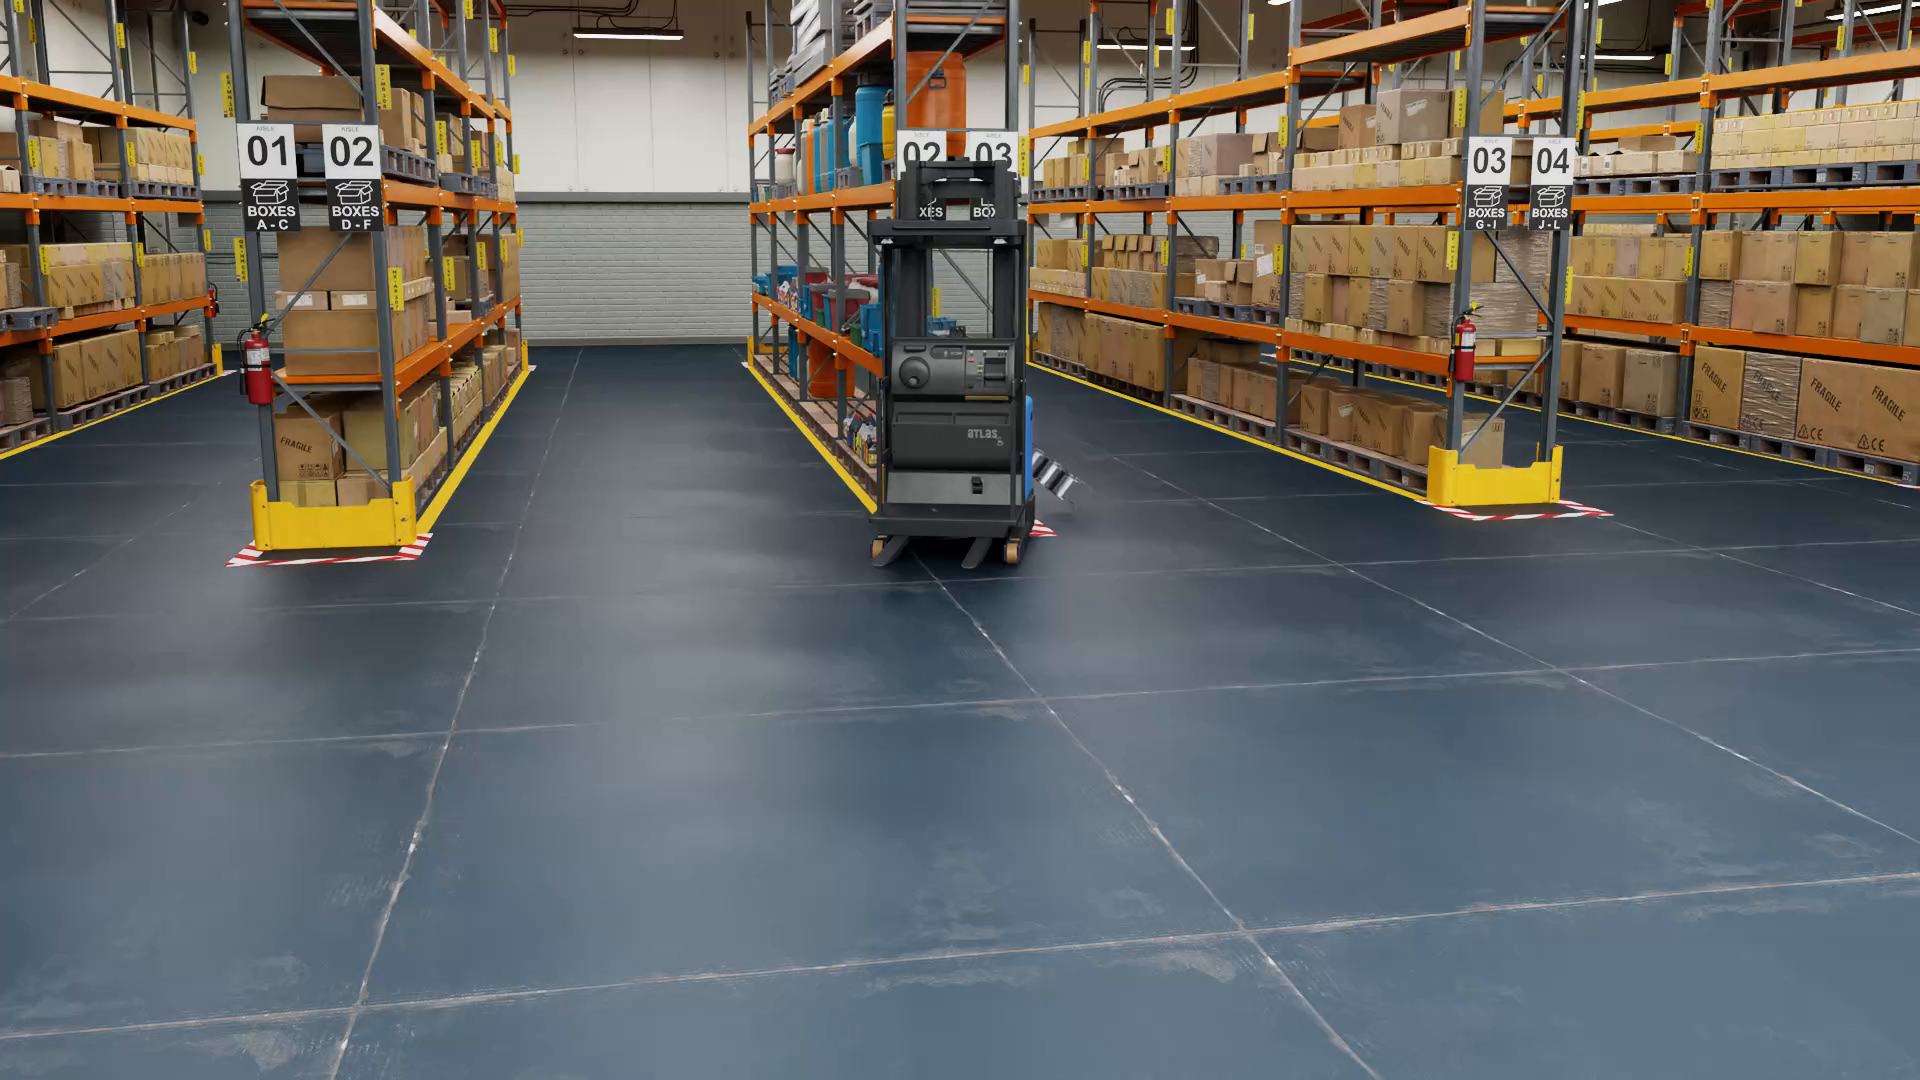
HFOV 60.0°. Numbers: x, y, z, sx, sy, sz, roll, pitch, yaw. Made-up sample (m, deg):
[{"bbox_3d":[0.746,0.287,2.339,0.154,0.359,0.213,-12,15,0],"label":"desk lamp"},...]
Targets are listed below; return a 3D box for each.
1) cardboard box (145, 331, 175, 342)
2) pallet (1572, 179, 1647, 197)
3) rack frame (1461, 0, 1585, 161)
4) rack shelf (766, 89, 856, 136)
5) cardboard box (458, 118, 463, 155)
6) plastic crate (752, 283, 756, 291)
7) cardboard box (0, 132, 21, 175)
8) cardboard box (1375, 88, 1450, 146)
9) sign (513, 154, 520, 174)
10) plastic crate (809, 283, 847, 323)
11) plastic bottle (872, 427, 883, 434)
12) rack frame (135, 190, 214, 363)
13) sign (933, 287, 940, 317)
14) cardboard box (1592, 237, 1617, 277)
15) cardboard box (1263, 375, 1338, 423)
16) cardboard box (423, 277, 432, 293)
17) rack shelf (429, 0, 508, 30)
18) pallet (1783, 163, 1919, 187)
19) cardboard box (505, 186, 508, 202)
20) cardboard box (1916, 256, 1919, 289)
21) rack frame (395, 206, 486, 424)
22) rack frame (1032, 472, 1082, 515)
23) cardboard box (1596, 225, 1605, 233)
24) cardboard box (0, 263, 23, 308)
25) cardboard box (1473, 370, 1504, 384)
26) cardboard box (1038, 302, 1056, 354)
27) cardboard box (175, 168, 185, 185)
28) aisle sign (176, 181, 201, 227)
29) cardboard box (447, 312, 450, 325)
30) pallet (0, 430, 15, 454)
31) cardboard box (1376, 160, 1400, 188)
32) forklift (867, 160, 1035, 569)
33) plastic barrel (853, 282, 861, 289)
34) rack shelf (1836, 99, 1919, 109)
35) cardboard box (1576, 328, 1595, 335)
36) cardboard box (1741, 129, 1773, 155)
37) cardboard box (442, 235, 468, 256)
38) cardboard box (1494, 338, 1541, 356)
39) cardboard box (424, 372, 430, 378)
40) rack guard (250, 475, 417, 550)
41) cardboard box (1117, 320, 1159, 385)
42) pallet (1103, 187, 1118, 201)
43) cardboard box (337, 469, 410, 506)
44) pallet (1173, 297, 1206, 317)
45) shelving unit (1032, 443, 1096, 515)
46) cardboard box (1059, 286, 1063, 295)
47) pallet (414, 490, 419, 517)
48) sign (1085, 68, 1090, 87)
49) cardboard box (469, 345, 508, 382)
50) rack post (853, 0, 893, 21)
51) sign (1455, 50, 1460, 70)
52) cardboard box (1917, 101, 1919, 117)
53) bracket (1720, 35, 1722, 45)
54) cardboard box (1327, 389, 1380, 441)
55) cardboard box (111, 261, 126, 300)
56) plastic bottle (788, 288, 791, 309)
[{"bbox_3d":[-12.114,-3.072,25.144,0.380,0.149,0.250,-2,11,-13],"label":"cardboard box"},{"bbox_3d":[8.557,-4.498,21.287,1.003,0.211,1.213,-2,11,-8],"label":"pallet"},{"bbox_3d":[4.830,-4.756,14.117,1.000,3.000,0.127,-2,11,-11],"label":"rack frame"},{"bbox_3d":[-1.973,-5.860,22.912,1.077,0.370,4.000,-2,11,-11],"label":"rack shelf"},{"bbox_3d":[-6.721,-5.198,21.519,0.500,0.500,0.500,-2,11,-11],"label":"cardboard box"},{"bbox_3d":[-3.434,-4.344,28.543,0.250,0.136,0.298,-2,11,-11],"label":"plastic crate"},{"bbox_3d":[-11.451,-4.560,19.664,0.700,0.500,0.500,-3,11,-15],"label":"cardboard box"},{"bbox_3d":[4.281,-3.998,15.759,0.500,0.500,0.500,-2,11,-11],"label":"cardboard box"},{"bbox_3d":[-7.451,-6.309,27.930,0.100,0.325,0.005,-2,11,-11],"label":"sign"},{"bbox_3d":[-1.570,-2.820,19.819,0.402,0.464,0.583,-2,11,-11],"label":"plastic crate"},{"bbox_3d":[-0.796,-0.975,16.404,0.152,0.276,0.135,-2,11,-11],"label":"plastic bottle"},{"bbox_3d":[-12.858,-4.203,27.257,1.000,3.000,0.127,-2,11,-11],"label":"rack frame"},{"bbox_3d":[-0.264,-2.516,17.655,0.100,0.325,0.005,-2,11,-11],"label":"sign"},{"bbox_3d":[8.538,-3.615,21.226,0.700,0.500,0.500,-2,11,-12],"label":"cardboard box"},{"bbox_3d":[3.954,-1.644,19.321,0.700,0.500,0.500,-3,11,-15],"label":"cardboard box"},{"bbox_3d":[-5.403,-2.509,16.352,0.380,0.149,0.250,-2,11,-11],"label":"cardboard box"},{"bbox_3d":[-7.611,-8.243,25.475,1.077,0.370,4.000,-2,11,-11],"label":"rack shelf"},{"bbox_3d":[9.320,-3.761,17.147,1.003,0.211,1.213,-2,11,-11],"label":"pallet"},{"bbox_3d":[-7.363,-5.423,26.047,0.500,0.250,0.500,-2,11,-11],"label":"cardboard box"},{"bbox_3d":[9.681,-2.644,15.778,0.875,0.550,0.550,-2,11,-11],"label":"cardboard box"},{"bbox_3d":[-6.444,-2.917,20.498,1.000,3.000,0.127,-2,11,-11],"label":"rack frame"},{"bbox_3d":[0.697,-0.512,14.396,0.900,0.006,0.240,37,10,-3],"label":"rack frame"},{"bbox_3d":[11.596,-5.555,29.685,0.380,0.149,0.250,-2,11,-11],"label":"cardboard box"},{"bbox_3d":[-11.201,-2.915,19.046,0.700,0.500,0.500,-3,11,-18],"label":"cardboard box"},{"bbox_3d":[7.775,-2.528,24.016,0.500,0.500,0.500,-2,11,-11],"label":"cardboard box"},{"bbox_3d":[1.921,-3.791,29.654,0.875,0.875,0.875,-2,11,-11],"label":"cardboard box"},{"bbox_3d":[-12.353,-5.638,25.785,0.500,0.250,0.500,-3,11,-13],"label":"cardboard box"},{"bbox_3d":[-12.578,-5.504,27.140,0.394,0.787,0.004,-2,11,-11],"label":"aisle sign"},{"bbox_3d":[-6.140,-2.561,19.303,0.380,0.149,0.250,-1,11,-7],"label":"cardboard box"},{"bbox_3d":[-10.918,-0.999,17.882,1.003,0.211,1.213,-2,11,-11],"label":"pallet"},{"bbox_3d":[4.296,-3.474,15.804,0.500,0.250,0.500,-2,11,-10],"label":"cardboard box"},{"bbox_3d":[-0.073,-1.324,12.314,1.130,2.935,3.031,1,11,7],"label":"forklift"},{"bbox_3d":[-1.093,-2.893,20.074,0.421,0.512,0.421,0,11,0],"label":"plastic barrel"},{"bbox_3d":[13.384,-5.667,21.897,1.077,0.370,4.000,-2,11,-11],"label":"rack shelf"},{"bbox_3d":[11.852,-3.766,30.692,0.875,0.438,0.875,-2,11,-9],"label":"cardboard box"},{"bbox_3d":[8.857,-4.313,18.029,0.500,0.250,0.500,-2,11,-11],"label":"cardboard box"},{"bbox_3d":[-7.574,-4.274,24.687,0.500,0.500,0.500,-2,11,-11],"label":"cardboard box"},{"bbox_3d":[5.009,-1.746,15.022,0.380,0.149,0.250,-2,11,-11],"label":"cardboard box"},{"bbox_3d":[-6.519,-1.845,19.598,0.500,0.311,0.500,-2,11,-12],"label":"cardboard box"},{"bbox_3d":[-4.883,-0.217,13.000,1.175,0.500,0.348,-2,11,-11],"label":"rack guard"},{"bbox_3d":[2.995,-2.730,24.076,1.225,0.875,0.875,-2,11,-11],"label":"cardboard box"},{"bbox_3d":[2.723,-5.223,25.105,0.805,0.209,1.217,-3,11,-13],"label":"pallet"},{"bbox_3d":[-4.774,-0.411,13.566,0.500,0.250,0.500,-2,11,-11],"label":"cardboard box"},{"bbox_3d":[3.517,-3.055,21.739,1.213,0.211,1.003,-2,11,-11],"label":"pallet"},{"bbox_3d":[0.758,-0.591,14.378,0.900,0.210,0.258,37,10,-3],"label":"shelving unit"},{"bbox_3d":[1.865,-4.166,27.734,0.380,0.149,0.250,-2,11,-12],"label":"cardboard box"},{"bbox_3d":[-5.077,-0.218,13.779,1.003,0.211,1.213,-2,11,-11],"label":"pallet"},{"bbox_3d":[2.253,-8.205,29.530,0.100,0.325,0.005,-2,11,-11],"label":"sign"},{"bbox_3d":[-6.844,-2.558,24.124,0.500,0.500,0.500,-2,11,-11],"label":"cardboard box"},{"bbox_3d":[-0.436,-4.893,15.039,0.937,0.300,0.954,-2,11,-12],"label":"rack post"},{"bbox_3d":[7.924,-7.677,26.540,0.100,0.325,0.005,-2,11,-11],"label":"sign"},{"bbox_3d":[9.270,-4.063,15.649,0.380,0.149,0.250,-2,11,-11],"label":"cardboard box"},{"bbox_3d":[16.238,-10.591,35.146,0.235,0.232,0.430,-2,11,-11],"label":"bracket"},{"bbox_3d":[4.210,-1.341,17.783,0.500,0.500,0.500,1,11,7],"label":"cardboard box"},{"bbox_3d":[-11.634,-3.506,22.477,0.500,0.500,0.500,-2,11,-11],"label":"cardboard box"},{"bbox_3d":[-2.365,-3.365,23.168,0.061,0.283,0.133,-2,11,-11],"label":"plastic bottle"}]
